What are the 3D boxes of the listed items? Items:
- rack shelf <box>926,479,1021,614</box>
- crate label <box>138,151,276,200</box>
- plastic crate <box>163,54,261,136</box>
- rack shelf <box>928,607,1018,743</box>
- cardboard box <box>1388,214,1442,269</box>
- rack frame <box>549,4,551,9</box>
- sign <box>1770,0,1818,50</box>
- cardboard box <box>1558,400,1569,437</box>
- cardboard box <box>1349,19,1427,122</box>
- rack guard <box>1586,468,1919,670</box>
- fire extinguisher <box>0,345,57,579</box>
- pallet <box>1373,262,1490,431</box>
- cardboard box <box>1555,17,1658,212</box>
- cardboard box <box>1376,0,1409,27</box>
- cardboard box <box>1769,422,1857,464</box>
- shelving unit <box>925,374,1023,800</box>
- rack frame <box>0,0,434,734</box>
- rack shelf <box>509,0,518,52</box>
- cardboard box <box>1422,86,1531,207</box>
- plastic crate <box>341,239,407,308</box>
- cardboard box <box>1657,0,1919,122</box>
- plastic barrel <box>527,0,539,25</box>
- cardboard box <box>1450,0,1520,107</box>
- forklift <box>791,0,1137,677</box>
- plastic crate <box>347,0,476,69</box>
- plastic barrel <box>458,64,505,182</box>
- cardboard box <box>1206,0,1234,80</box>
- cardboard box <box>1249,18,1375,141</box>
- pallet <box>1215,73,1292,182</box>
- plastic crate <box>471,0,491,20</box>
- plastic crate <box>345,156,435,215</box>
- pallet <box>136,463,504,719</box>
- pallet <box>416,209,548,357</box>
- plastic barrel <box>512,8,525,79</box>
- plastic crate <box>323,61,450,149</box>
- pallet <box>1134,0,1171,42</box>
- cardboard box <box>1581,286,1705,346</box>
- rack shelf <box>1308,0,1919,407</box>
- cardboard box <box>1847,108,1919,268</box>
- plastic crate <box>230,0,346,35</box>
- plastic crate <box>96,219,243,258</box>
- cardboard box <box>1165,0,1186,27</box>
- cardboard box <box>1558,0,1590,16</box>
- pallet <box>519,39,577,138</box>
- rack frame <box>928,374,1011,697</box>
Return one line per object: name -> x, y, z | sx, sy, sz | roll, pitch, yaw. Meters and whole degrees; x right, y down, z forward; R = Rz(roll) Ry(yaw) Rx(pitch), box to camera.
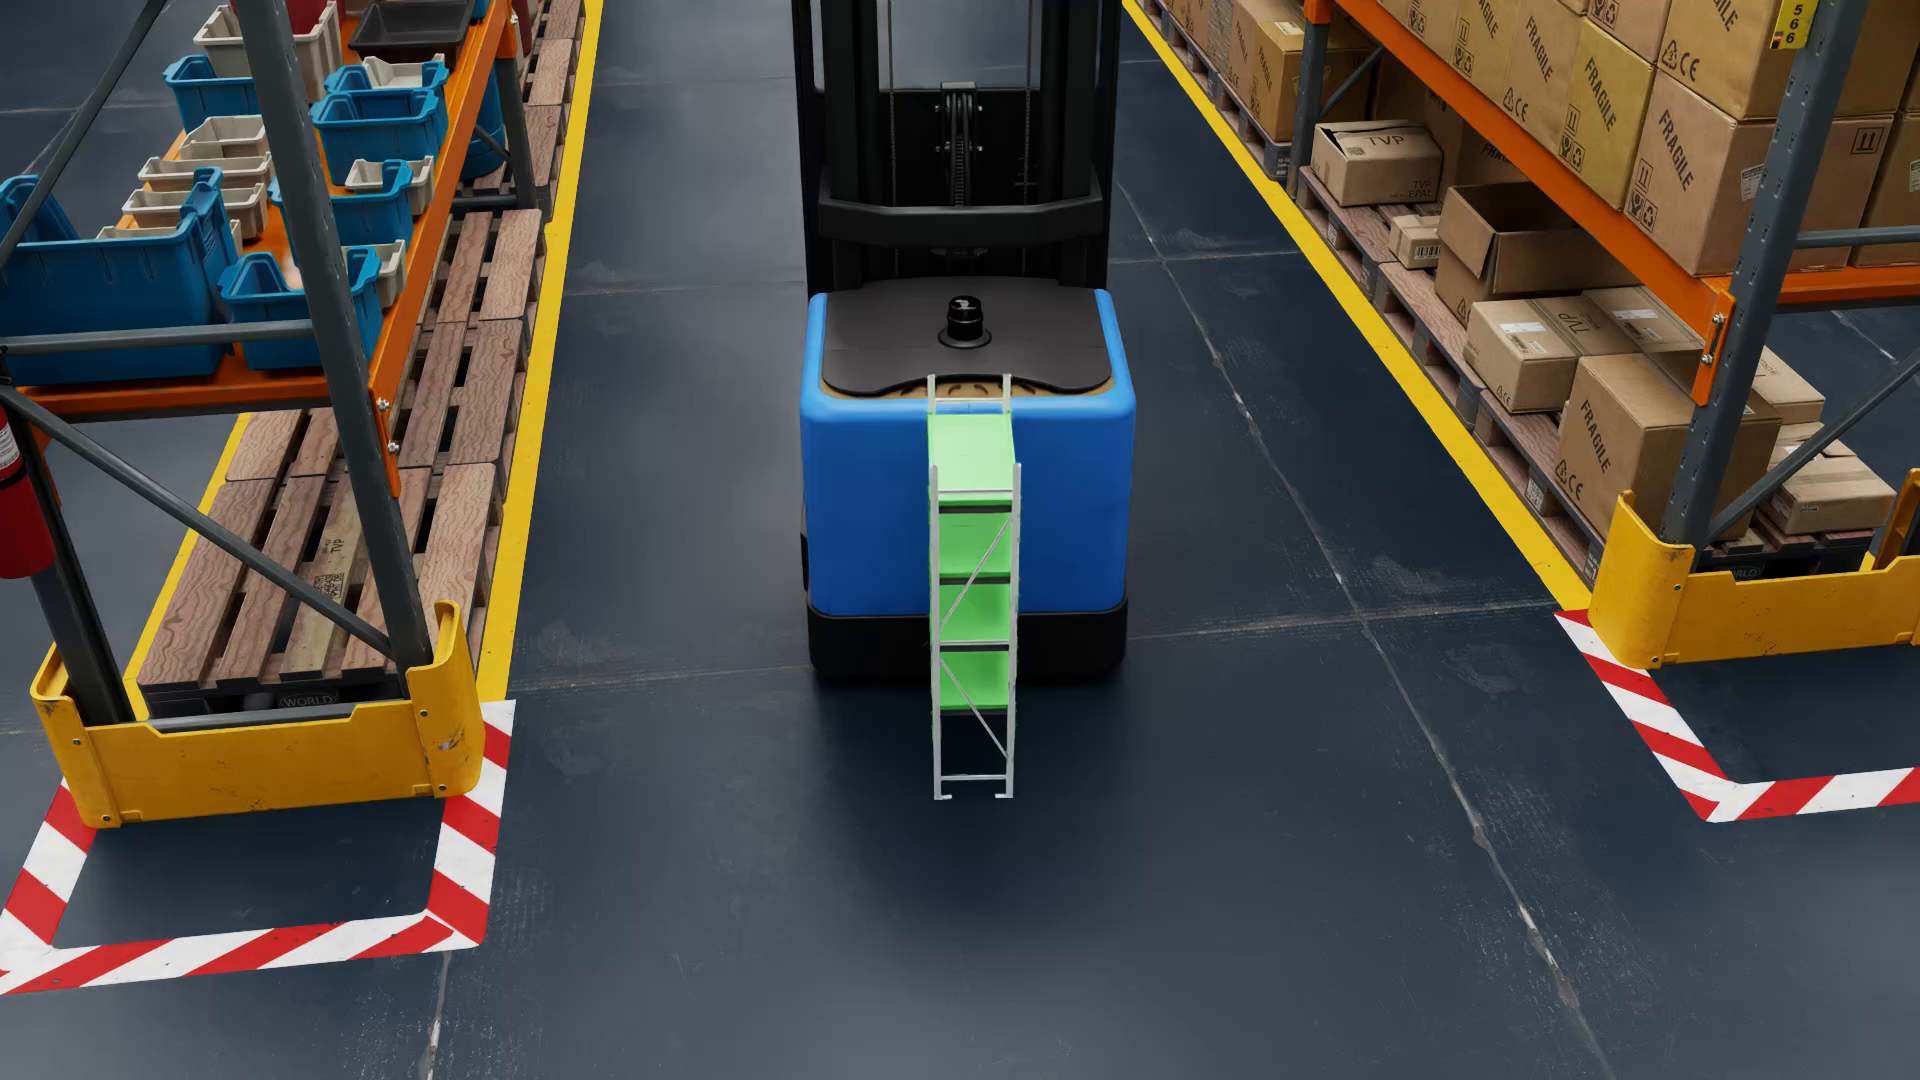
rack shelf -> 0.034, 0.012, 4.852 | 0.258, 0.148, 0.480 | -1, 35, -1
crate label -> -2.478, -1.196, 5.522 | 0.396, 0.136, 0.243 | -4, 35, -6
plastic crate -> -2.632, -1.605, 6.036 | 0.416, 0.233, 0.300 | -4, 35, -6
rack shelf -> 0.034, 0.407, 5.125 | 0.258, 0.148, 0.480 | -1, 35, -1
cardboard box -> 2.237, -1.406, 7.775 | 0.380, 0.166, 0.250 | -4, 35, -6
rack frame -> -3.178, -4.987, 10.904 | 1.000, 3.000, 0.127 | -4, 35, -6
sign -> 2.254, -1.474, 4.440 | 0.100, 0.325, 0.005 | -4, 35, -6
cardboard box -> 2.524, -0.424, 6.334 | 0.380, 0.166, 0.250 | -4, 35, -6
cardboard box -> 2.445, -2.565, 9.179 | 0.500, 0.500, 0.500 | -6, 35, -9
rack guard -> 2.797, 0.095, 5.667 | 1.175, 0.500, 0.348 | -4, 35, -6
fire extinguisher -> -2.532, -0.218, 4.306 | 0.296, 0.674, 0.183 | -4, 35, -6
pallet -> 2.528, -0.910, 7.398 | 1.003, 0.211, 1.213 | -4, 35, -6
cardboard box -> 2.404, -1.455, 5.633 | 0.500, 0.500, 0.500 | -4, 34, -6
cardboard box -> 2.139, -2.578, 7.281 | 0.500, 0.500, 0.500 | -4, 34, -6
cardboard box -> 3.057, -0.306, 6.160 | 0.380, 0.166, 0.250 | -4, 35, -6
shelving unit -> 0.034, 0.157, 4.952 | 0.258, 1.200, 0.503 | -1, 35, -1
rack frame -> -2.102, -0.522, 4.353 | 1.000, 3.000, 0.127 | -4, 35, -6
rack shelf -> -2.909, -3.573, 9.469 | 1.077, 0.370, 4.000 | -4, 35, -6
cardboard box -> 2.626, -1.980, 8.321 | 0.500, 0.500, 0.500 | -4, 35, -6
plastic crate -> -1.770, -0.786, 4.921 | 0.250, 0.136, 0.298 | -4, 35, -6
cardboard box -> 2.474, -1.578, 4.925 | 0.500, 0.500, 0.500 | -5, 35, -7
plastic barrel -> -2.931, -3.552, 10.635 | 0.421, 0.512, 0.421 | 0, 34, 0
cardboard box -> 2.274, -2.015, 6.455 | 0.500, 0.500, 0.500 | -5, 35, -7
forklift -> -0.020, -1.562, 5.940 | 1.130, 2.935, 3.031 | -1, 34, -2
plastic crate -> -2.223, -2.061, 6.802 | 0.437, 0.125, 0.590 | -4, 35, -6
plastic barrel -> -2.696, -2.366, 8.548 | 0.600, 0.901, 0.708 | -4, 35, -6
cardboard box -> 1.793, -3.087, 9.945 | 0.500, 0.500, 0.500 | -4, 34, -6
cardboard box -> 1.918, -2.530, 9.128 | 0.500, 0.500, 0.500 | -5, 35, -7
pallet -> 2.122, -2.426, 9.623 | 1.003, 0.211, 1.213 | -4, 35, -6
plastic crate -> -2.239, -2.538, 7.272 | 0.392, 0.384, 0.575 | -4, 35, -6
plastic crate -> -1.861, -1.165, 5.476 | 0.250, 0.136, 0.298 | -4, 35, -6
pallet -> -2.175, 0.167, 5.818 | 1.003, 0.211, 1.213 | -4, 35, -6
pallet -> -2.503, -1.195, 7.816 | 1.003, 0.211, 1.213 | -4, 35, -6
plastic barrel -> -2.779, -2.922, 9.710 | 0.421, 0.512, 0.421 | 0, 34, 0
plastic crate -> -2.027, -1.543, 5.946 | 0.416, 0.233, 0.300 | -4, 35, -6
pallet -> 1.794, -3.788, 11.621 | 1.003, 0.211, 1.213 | -4, 35, -6
cardboard box -> 2.880, -0.824, 6.847 | 0.500, 0.250, 0.500 | -4, 35, -6
rack shelf -> 2.538, -1.714, 6.741 | 1.077, 0.370, 4.000 | -4, 35, -6
cardboard box -> 3.008, -1.204, 5.265 | 0.500, 0.500, 0.500 | -4, 34, -5
plastic crate -> -2.769, -2.289, 6.835 | 0.402, 0.464, 0.583 | -4, 35, -6
plastic crate -> -2.391, -0.880, 5.058 | 0.396, 0.136, 0.243 | -4, 35, -6
cardboard box -> 1.647, -3.661, 10.787 | 0.500, 0.500, 0.500 | -5, 35, -7
cardboard box -> 2.331, -2.148, 5.762 | 0.500, 0.500, 0.500 | -3, 34, -5
pallet -> -2.870, -2.718, 10.051 | 1.003, 0.211, 1.213 | -4, 35, -6
rack frame -> 0.027, 0.018, 5.153 | 0.240, 1.200, 0.015 | -1, 35, -1
